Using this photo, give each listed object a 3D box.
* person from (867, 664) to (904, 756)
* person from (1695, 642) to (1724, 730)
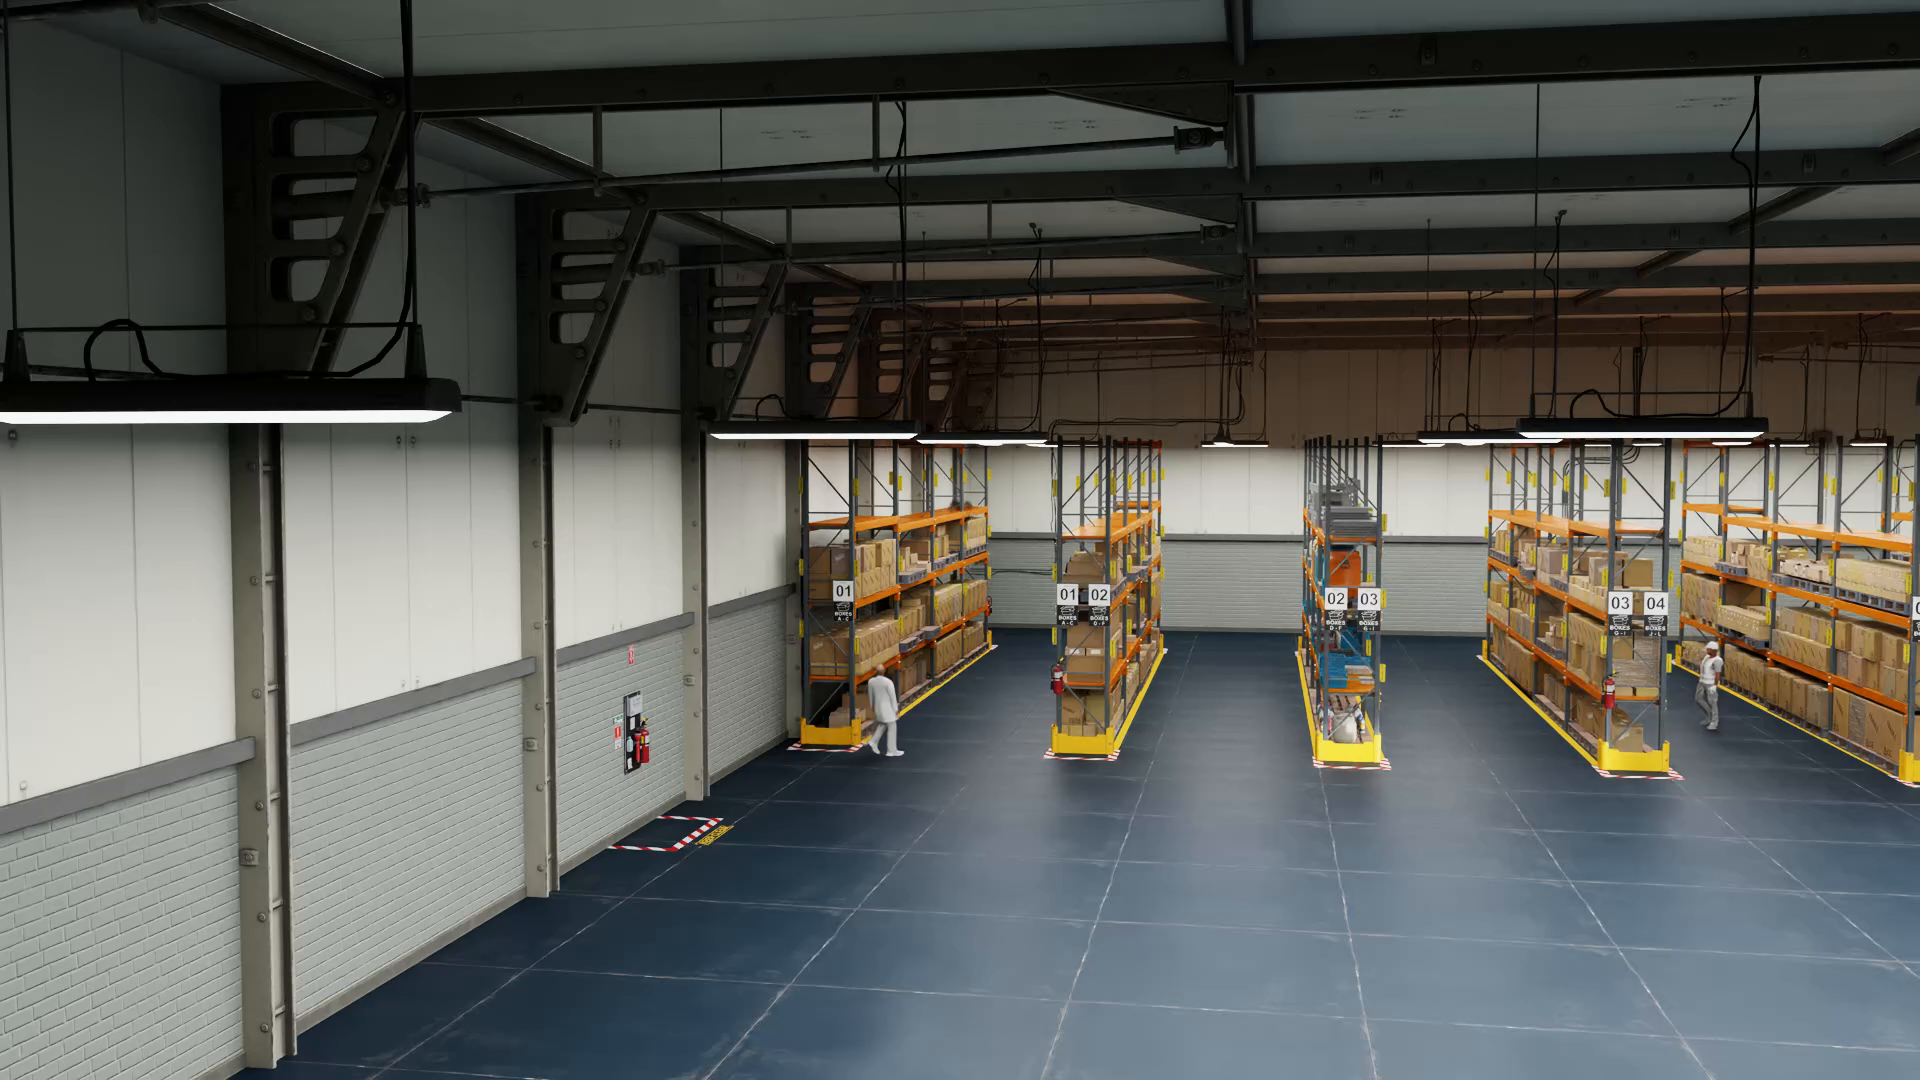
[{"bbox_3d":[-1.400,3.167,31.155,0.661,1.745,0.613,3,4,45],"label":"person"},{"bbox_3d":[15.430,2.973,34.198,0.458,1.786,0.644,-1,3,-13],"label":"person"}]
